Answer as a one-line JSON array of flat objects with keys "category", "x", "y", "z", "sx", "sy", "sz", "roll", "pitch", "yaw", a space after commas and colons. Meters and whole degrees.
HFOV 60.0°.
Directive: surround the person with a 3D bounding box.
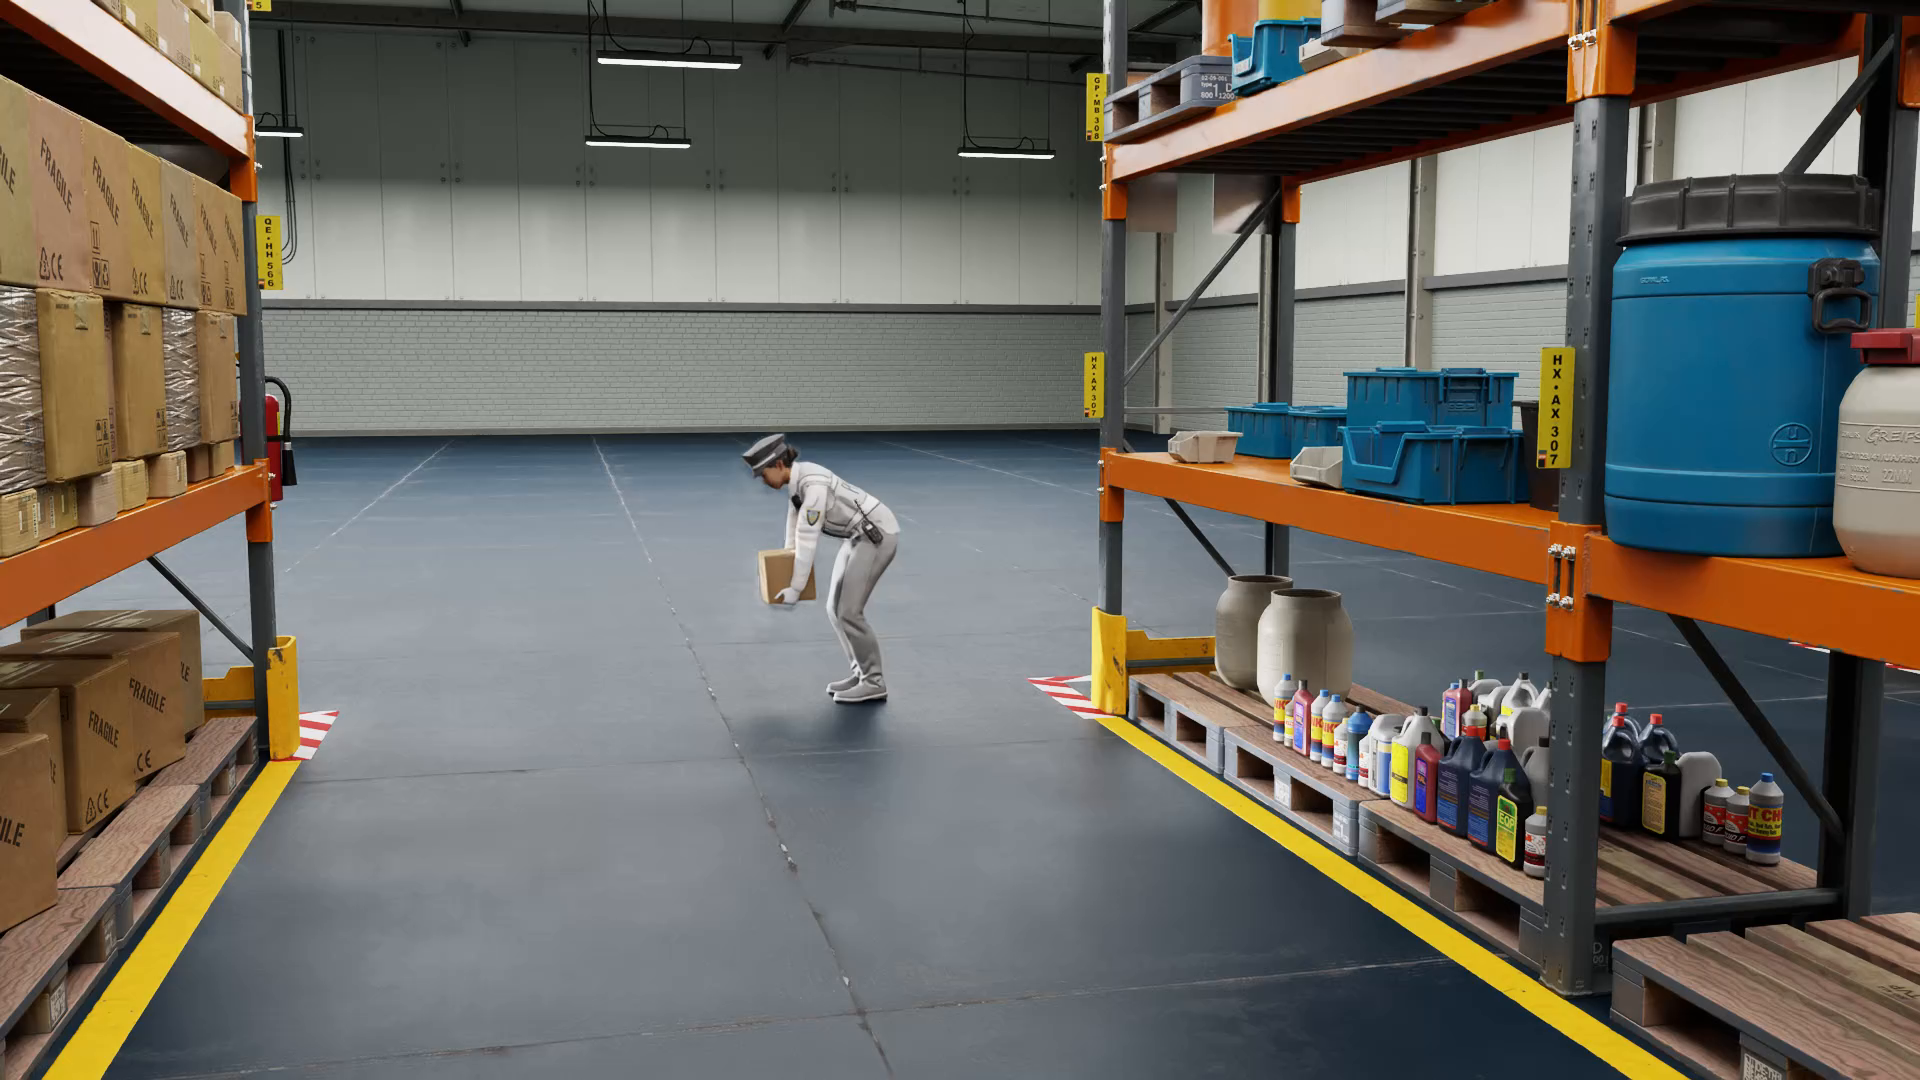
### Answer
[{"category": "person", "x": -0.722, "y": 0.142, "z": 8.648, "sx": 0.826, "sy": 1.395, "sz": 0.416, "roll": -2, "pitch": 6, "yaw": -15}]
